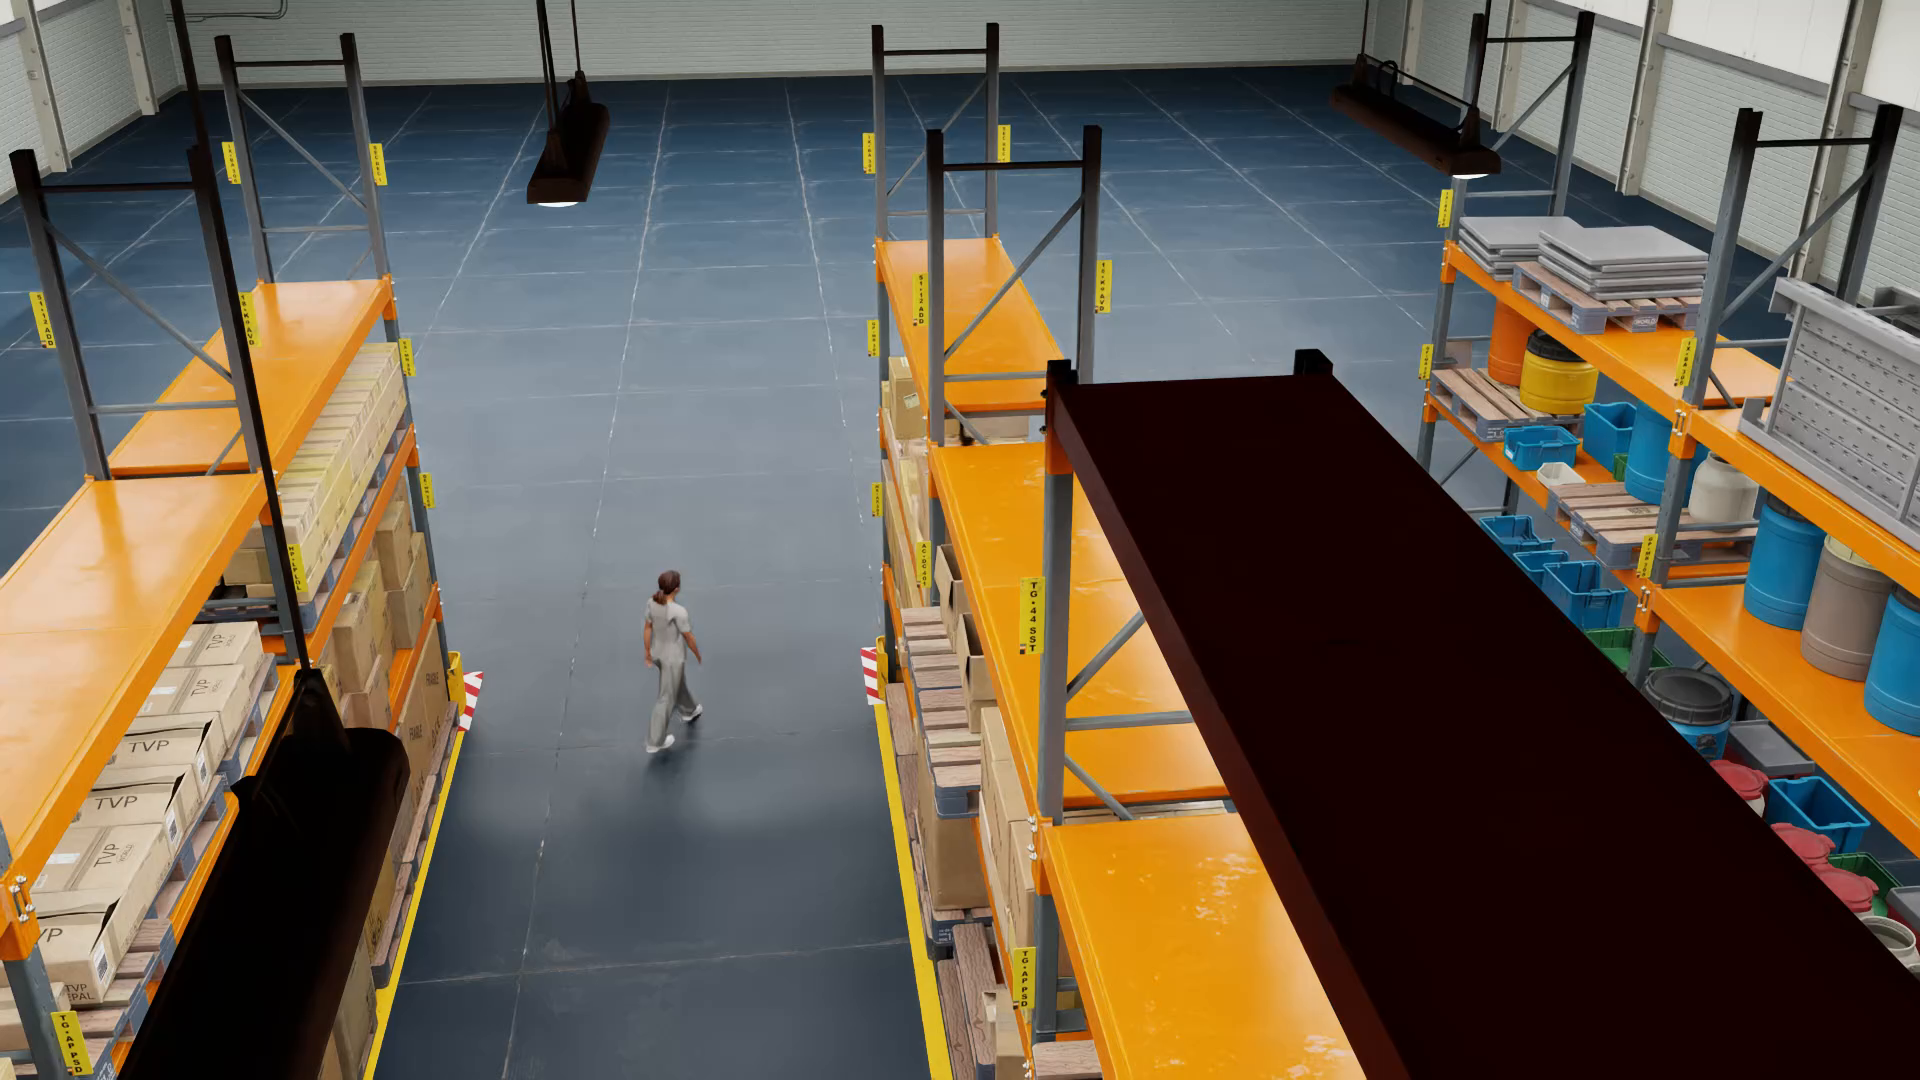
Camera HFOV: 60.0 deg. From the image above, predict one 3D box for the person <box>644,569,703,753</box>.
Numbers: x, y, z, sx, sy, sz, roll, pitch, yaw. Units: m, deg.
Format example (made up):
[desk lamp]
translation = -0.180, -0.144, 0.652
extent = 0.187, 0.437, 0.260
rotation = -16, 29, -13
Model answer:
[person]
translation = -2.488, 0.995, 14.481
extent = 0.490, 1.650, 0.851
rotation = 20, 32, 36
